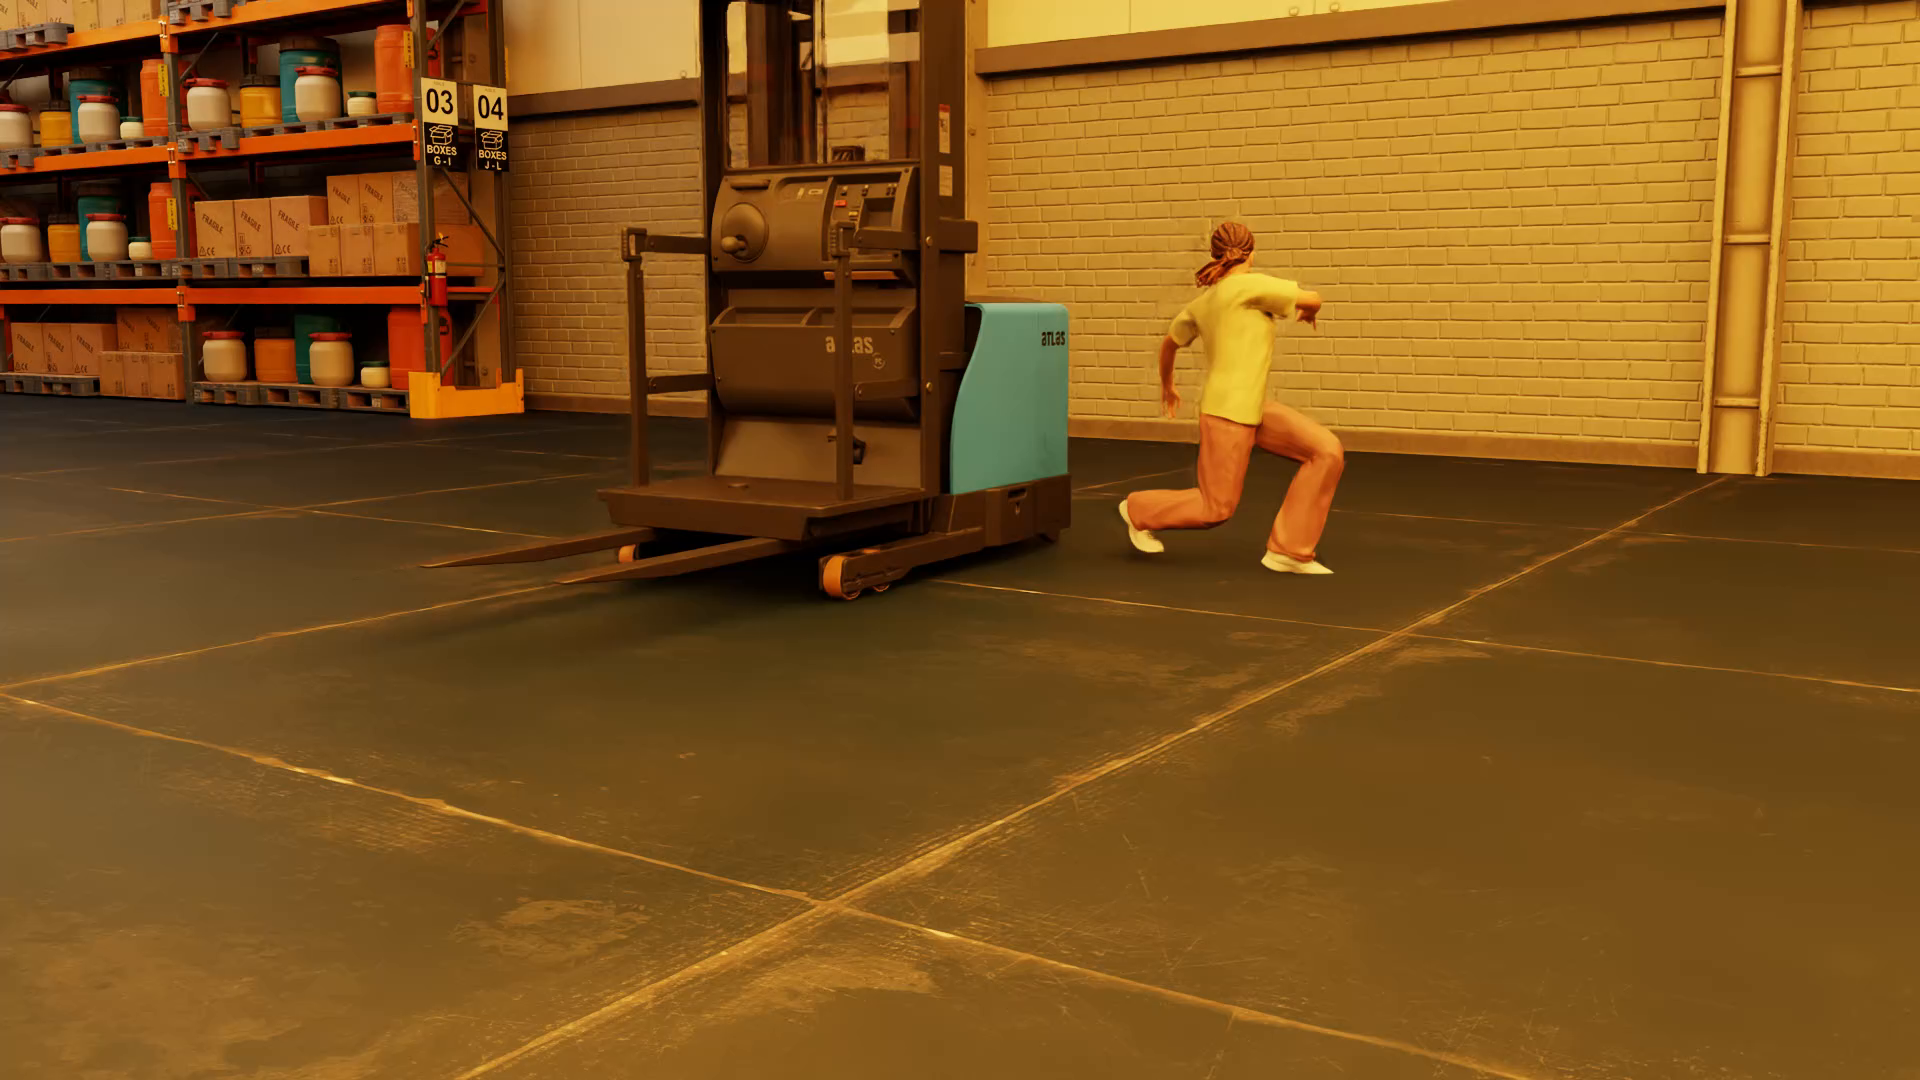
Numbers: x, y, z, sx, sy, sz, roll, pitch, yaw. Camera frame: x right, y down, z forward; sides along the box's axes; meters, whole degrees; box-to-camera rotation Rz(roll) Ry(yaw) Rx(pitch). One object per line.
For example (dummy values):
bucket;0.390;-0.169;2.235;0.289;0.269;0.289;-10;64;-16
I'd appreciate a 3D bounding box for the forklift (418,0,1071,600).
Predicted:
forklift;-0.700;-1.306;6.375;1.130;2.935;3.031;5;9;31

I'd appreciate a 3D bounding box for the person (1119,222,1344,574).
person;1.117;-0.573;6.836;0.943;1.448;0.652;3;8;17
